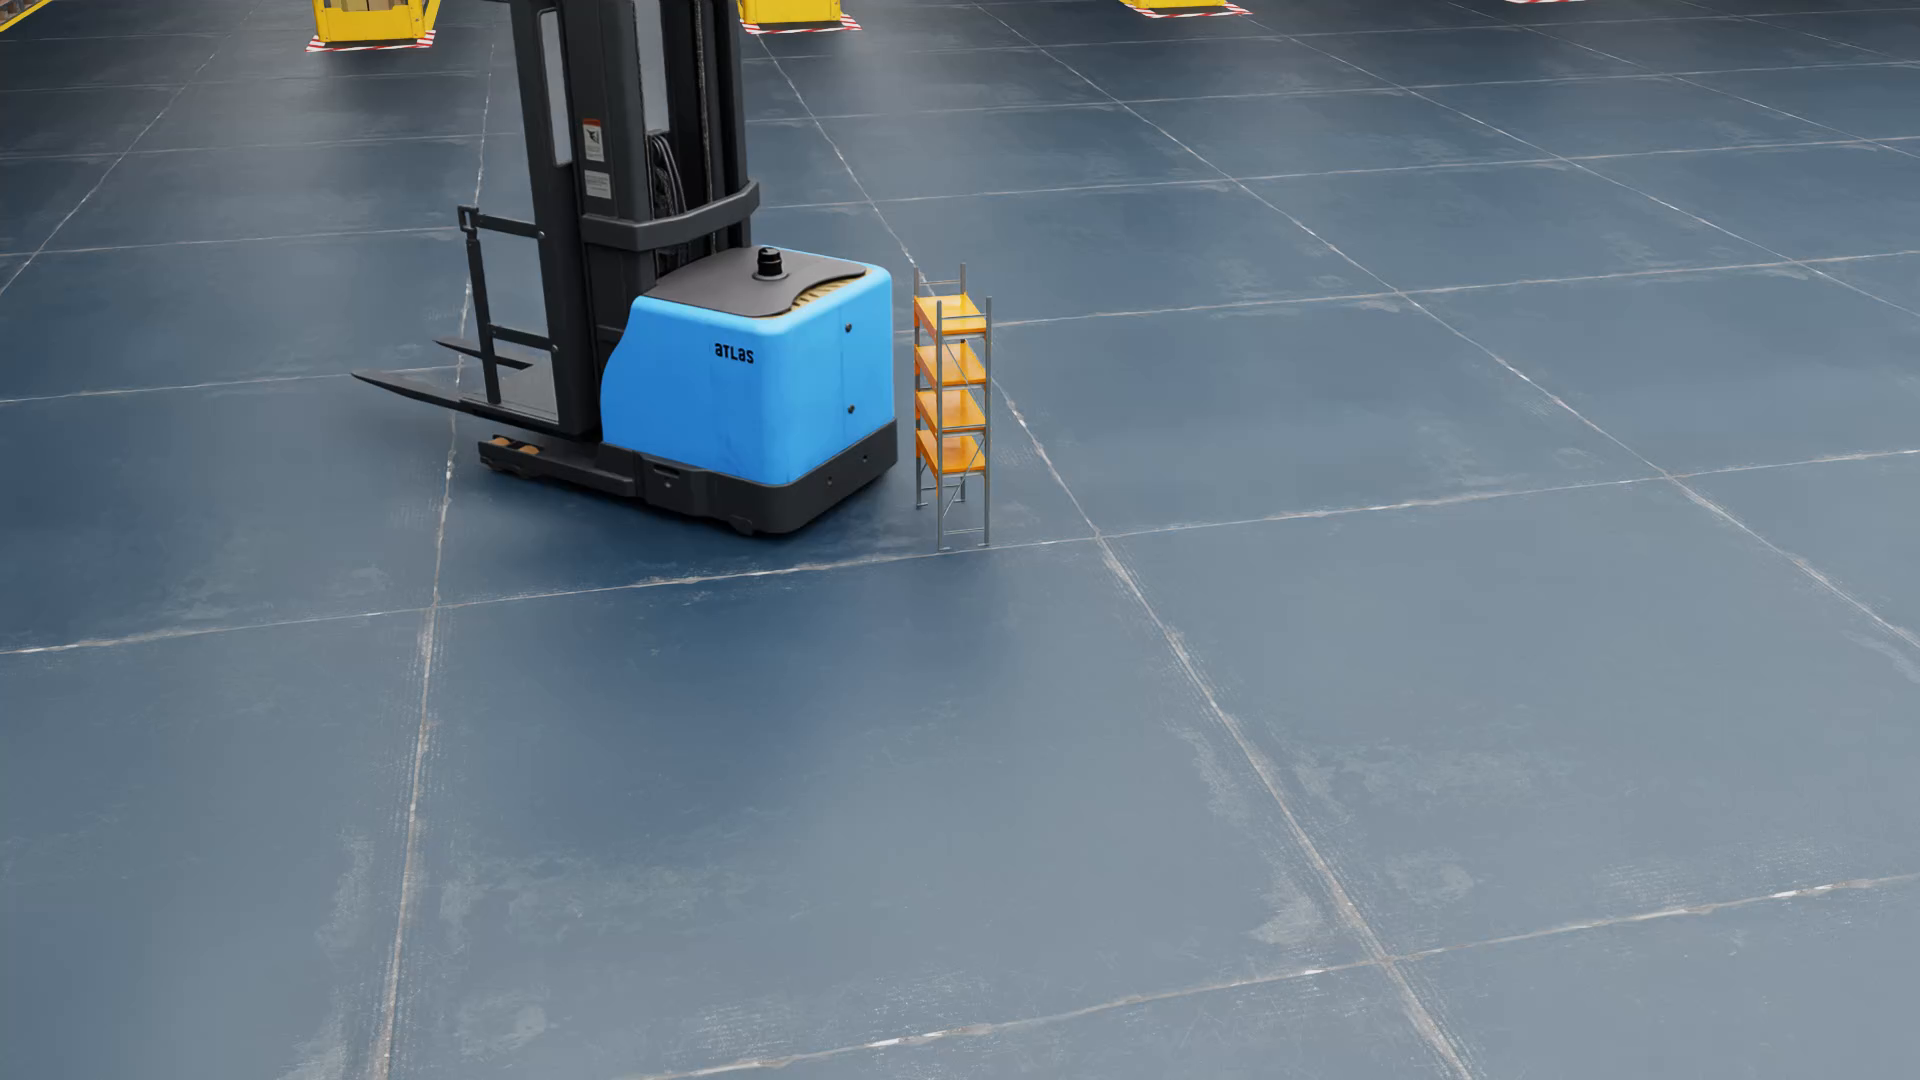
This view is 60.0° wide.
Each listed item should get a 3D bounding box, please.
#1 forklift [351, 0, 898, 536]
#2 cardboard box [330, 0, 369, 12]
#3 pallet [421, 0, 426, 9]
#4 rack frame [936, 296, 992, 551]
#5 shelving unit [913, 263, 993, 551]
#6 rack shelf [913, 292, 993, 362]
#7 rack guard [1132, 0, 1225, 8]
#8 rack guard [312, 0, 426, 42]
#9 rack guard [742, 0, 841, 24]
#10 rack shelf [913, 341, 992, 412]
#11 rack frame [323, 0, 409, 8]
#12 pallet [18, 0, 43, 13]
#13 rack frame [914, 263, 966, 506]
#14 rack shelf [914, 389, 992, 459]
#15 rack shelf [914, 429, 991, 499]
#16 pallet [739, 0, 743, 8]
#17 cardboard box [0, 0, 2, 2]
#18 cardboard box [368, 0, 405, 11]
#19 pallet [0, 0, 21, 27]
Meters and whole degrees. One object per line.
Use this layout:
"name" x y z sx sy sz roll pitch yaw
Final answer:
"forklift" -1.845 -1.803 8.070 3.031 2.935 1.130 15 30 27
"cardboard box" -7.232 -6.354 19.596 0.500 0.250 0.500 -6 27 -12
"pallet" -7.308 -6.810 21.008 1.003 0.211 1.213 -6 27 -12
"rack frame" 0.018 -0.501 7.411 0.240 1.200 0.015 -6 27 -12
"shelving unit" -0.037 -0.608 7.624 0.258 1.200 0.503 -6 27 -12
"rack shelf" -0.037 -0.959 7.447 0.258 0.148 0.480 -6 27 -12
"rack guard" 2.812 -7.111 21.283 1.175 0.500 0.348 -6 27 -12
"rack guard" -6.818 -6.062 19.206 1.175 0.500 0.348 -6 27 -12
"rack guard" -2.060 -6.603 20.277 1.175 0.500 0.348 -6 27 -12
"rack shelf" -0.037 -0.748 7.553 0.258 0.148 0.480 -6 27 -12
"rack frame" -6.824 -7.189 18.664 1.000 3.000 0.127 -6 27 -12
"pallet" -12.365 -6.904 21.194 1.003 0.211 1.213 -6 27 -12
"rack frame" -0.092 -0.715 7.836 0.240 1.200 0.015 -6 27 -12
"rack shelf" -0.037 -0.548 7.654 0.258 0.148 0.480 -6 27 -12
"rack shelf" -0.037 -0.371 7.743 0.258 0.148 0.480 -6 27 -12
"pallet" -2.238 -6.831 21.050 1.003 0.211 1.213 -6 27 -12
"cardboard box" -11.962 -6.655 19.892 0.700 0.500 0.500 -8 28 -15
"cardboard box" -6.728 -6.407 19.700 0.500 0.250 0.500 -6 27 -12
"pallet" -12.086 -6.367 20.131 1.003 0.211 1.213 -6 27 -12
